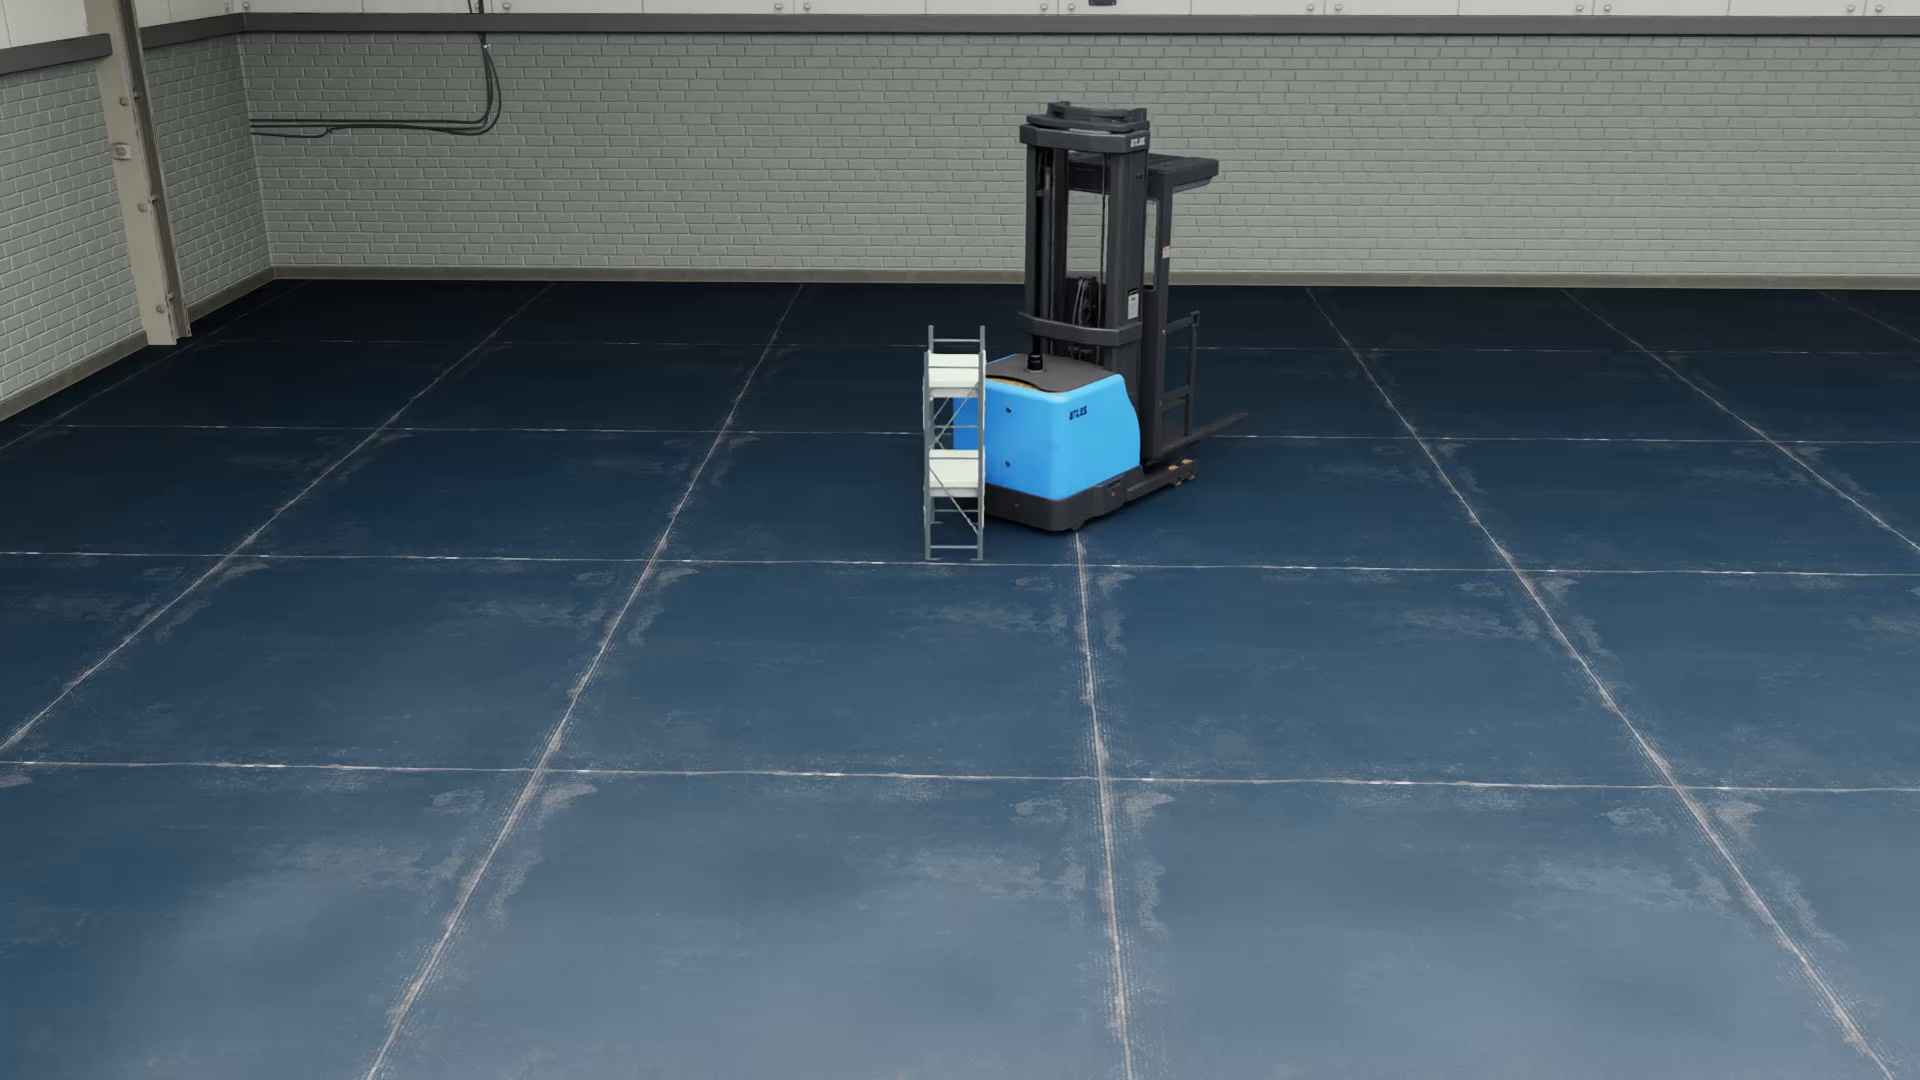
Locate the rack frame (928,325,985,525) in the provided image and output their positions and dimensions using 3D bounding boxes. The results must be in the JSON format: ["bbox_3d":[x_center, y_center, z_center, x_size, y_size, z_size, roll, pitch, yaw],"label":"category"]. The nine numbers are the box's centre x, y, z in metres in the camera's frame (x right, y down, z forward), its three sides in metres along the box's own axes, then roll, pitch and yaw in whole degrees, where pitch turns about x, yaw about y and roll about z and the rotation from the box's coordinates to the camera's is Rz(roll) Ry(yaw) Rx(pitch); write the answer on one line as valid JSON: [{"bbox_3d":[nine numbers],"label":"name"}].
[{"bbox_3d":[-0.023,-0.818,12.065,0.400,1.500,0.023,1,21,1],"label":"rack frame"}]

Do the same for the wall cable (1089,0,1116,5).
[{"bbox_3d":[2.605,-8.817,17.612,2.305,6.003,0.169,1,21,2],"label":"wall cable"}]

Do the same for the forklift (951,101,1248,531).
[{"bbox_3d":[1.252,-1.890,12.849,1.130,2.935,3.031,16,27,36],"label":"forklift"}]

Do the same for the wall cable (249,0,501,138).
[{"bbox_3d":[-6.883,-5.894,19.073,3.097,2.526,0.112,1,21,2],"label":"wall cable"}]

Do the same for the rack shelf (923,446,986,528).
[{"bbox_3d":[-0.033,-0.382,11.842,0.431,0.370,0.720,1,21,1],"label":"rack shelf"}]

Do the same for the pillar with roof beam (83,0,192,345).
[{"bbox_3d":[-3.992,-6.244,15.681,9.100,9.000,0.400,1,21,2],"label":"pillar with roof beam"}]

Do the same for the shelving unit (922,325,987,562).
[{"bbox_3d":[-0.033,-0.686,11.724,0.431,1.500,0.755,1,21,1],"label":"shelving unit"}]

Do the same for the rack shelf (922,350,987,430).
[{"bbox_3d":[-0.033,-1.050,11.583,0.431,0.370,0.720,1,21,1],"label":"rack shelf"}]

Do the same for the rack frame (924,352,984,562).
[{"bbox_3d":[-0.042,-0.554,11.383,0.400,1.500,0.023,1,21,1],"label":"rack frame"}]
